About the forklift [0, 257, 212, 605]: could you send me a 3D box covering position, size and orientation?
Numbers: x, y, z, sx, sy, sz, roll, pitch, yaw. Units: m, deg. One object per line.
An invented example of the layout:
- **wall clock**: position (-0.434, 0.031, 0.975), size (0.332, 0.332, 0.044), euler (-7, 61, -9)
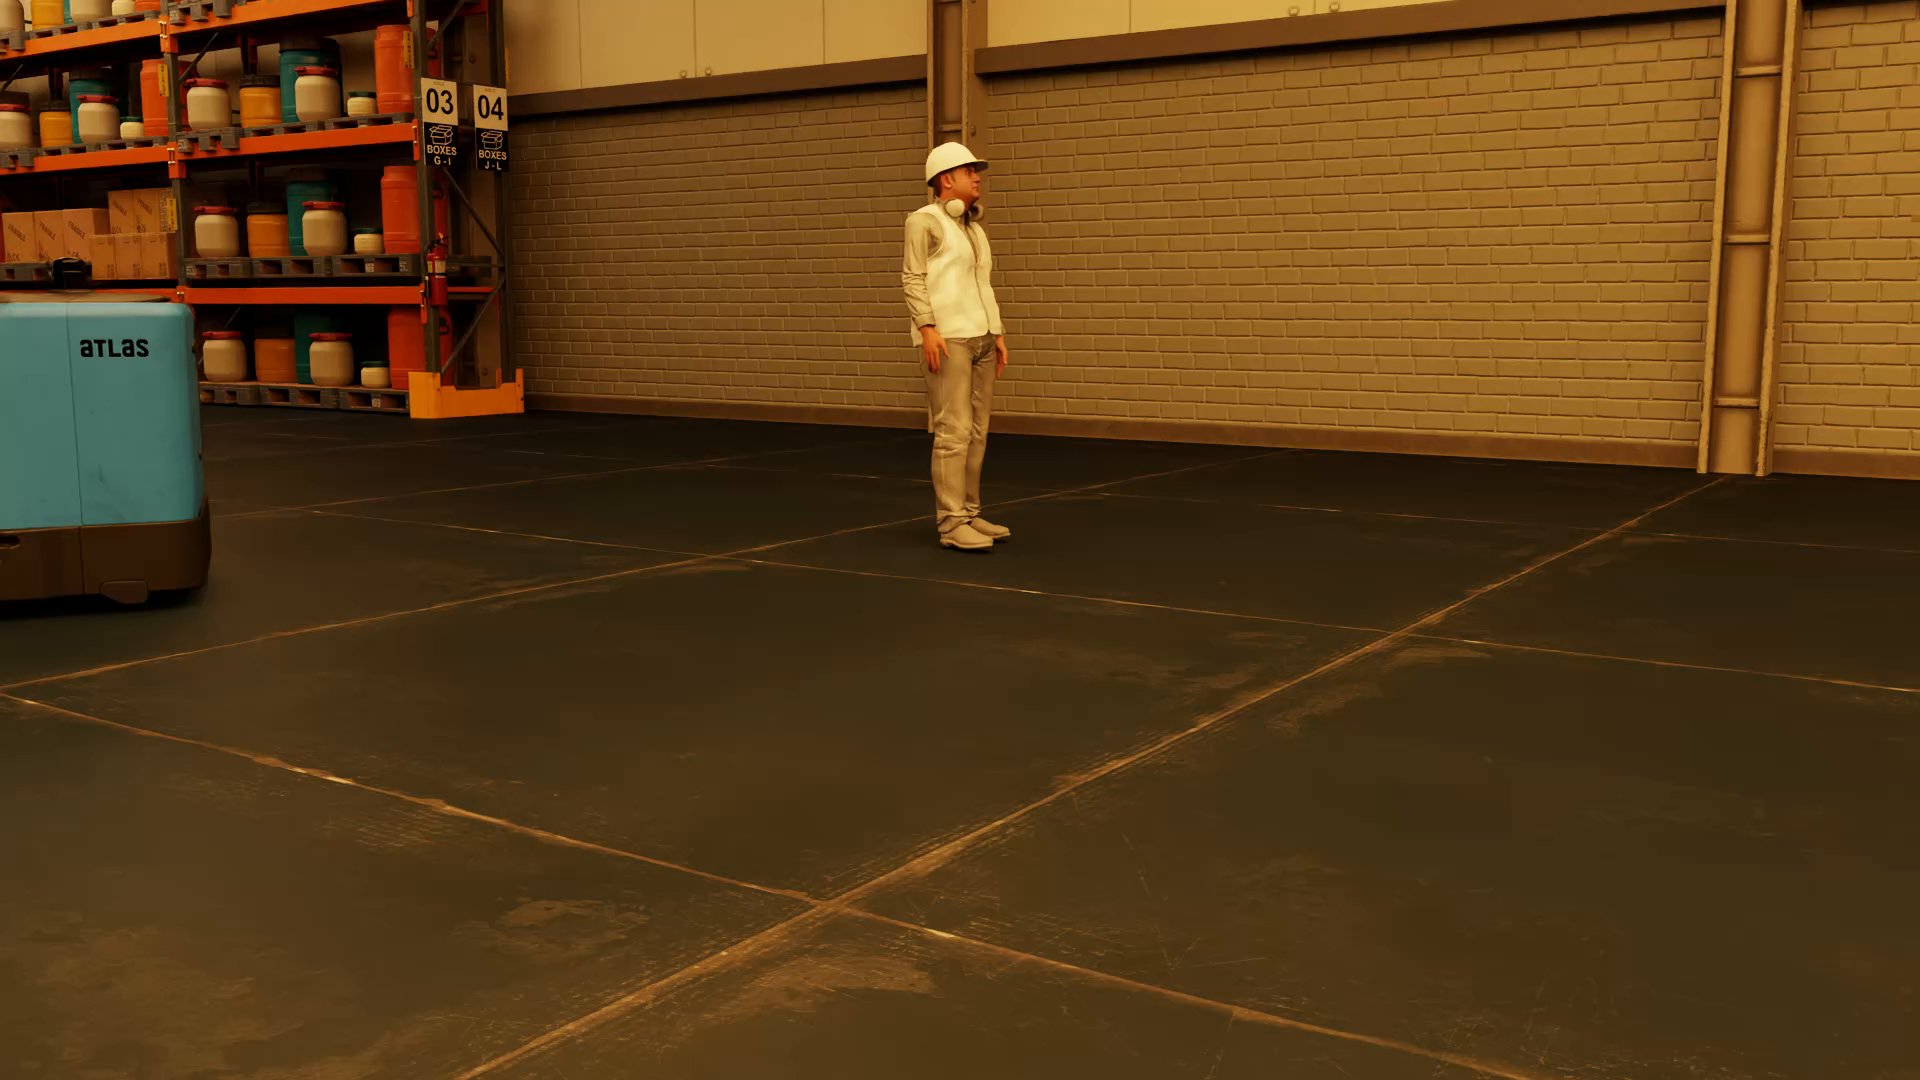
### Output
- **forklift**: position (-4.278, -1.196, 5.601), size (3.031, 2.935, 1.130), euler (-3, 9, -22)

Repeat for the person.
- **person**: position (0.048, -0.880, 7.437), size (0.566, 1.775, 0.634), euler (5, 10, 34)
